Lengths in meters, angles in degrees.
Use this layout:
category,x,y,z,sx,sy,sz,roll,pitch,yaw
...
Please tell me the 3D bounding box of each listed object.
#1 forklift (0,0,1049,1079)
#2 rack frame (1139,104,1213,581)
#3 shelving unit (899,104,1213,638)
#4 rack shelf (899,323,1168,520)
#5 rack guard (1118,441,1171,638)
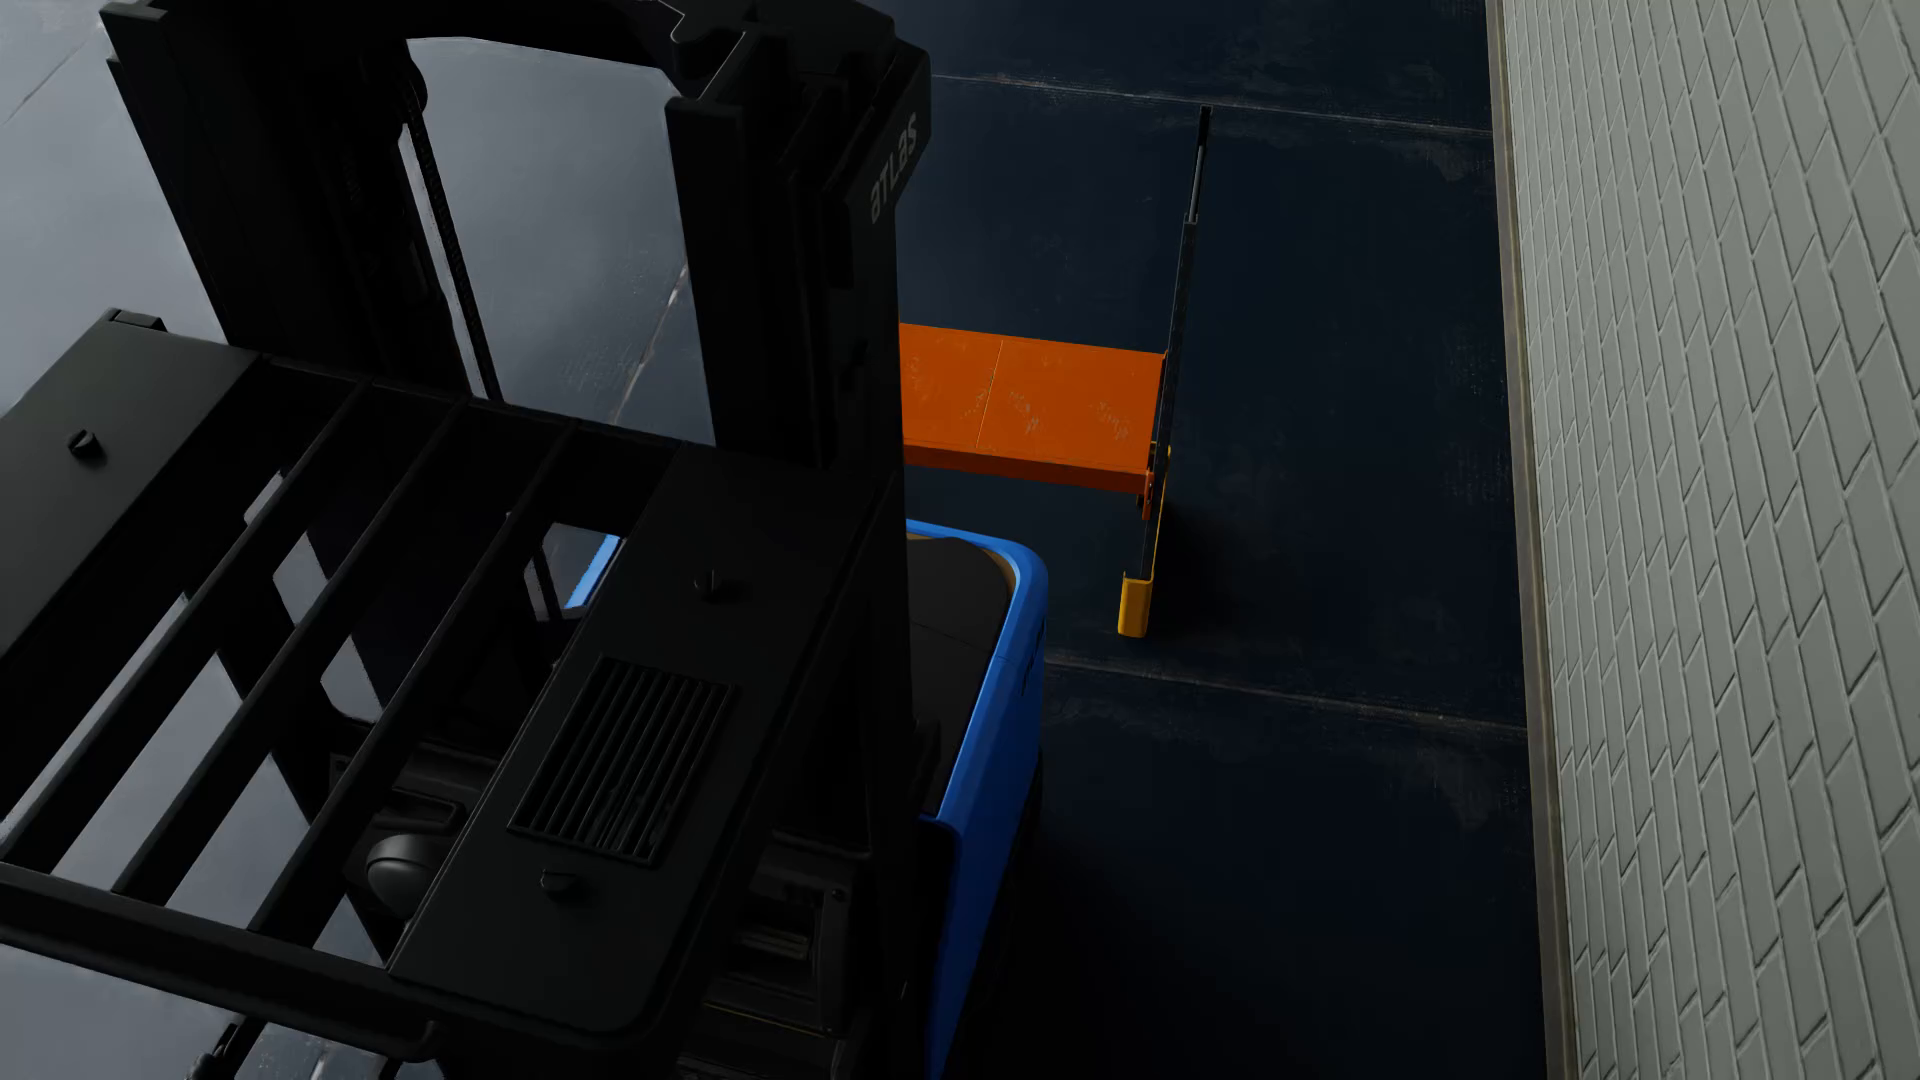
category,x,y,z,sx,sy,sz,roll,pitch,yaw
forklift,-0.681,0.711,2.641,1.130,2.935,3.031,12,49,11
rack frame,0.584,-0.423,4.622,0.032,1.500,0.500,8,49,7
shelving unit,0.075,-0.491,4.683,1.083,1.500,0.587,8,49,7
rack shelf,0.084,-0.370,4.816,1.000,0.185,0.538,8,49,7
rack guard,0.565,-0.008,5.089,0.087,0.250,0.587,8,49,7
